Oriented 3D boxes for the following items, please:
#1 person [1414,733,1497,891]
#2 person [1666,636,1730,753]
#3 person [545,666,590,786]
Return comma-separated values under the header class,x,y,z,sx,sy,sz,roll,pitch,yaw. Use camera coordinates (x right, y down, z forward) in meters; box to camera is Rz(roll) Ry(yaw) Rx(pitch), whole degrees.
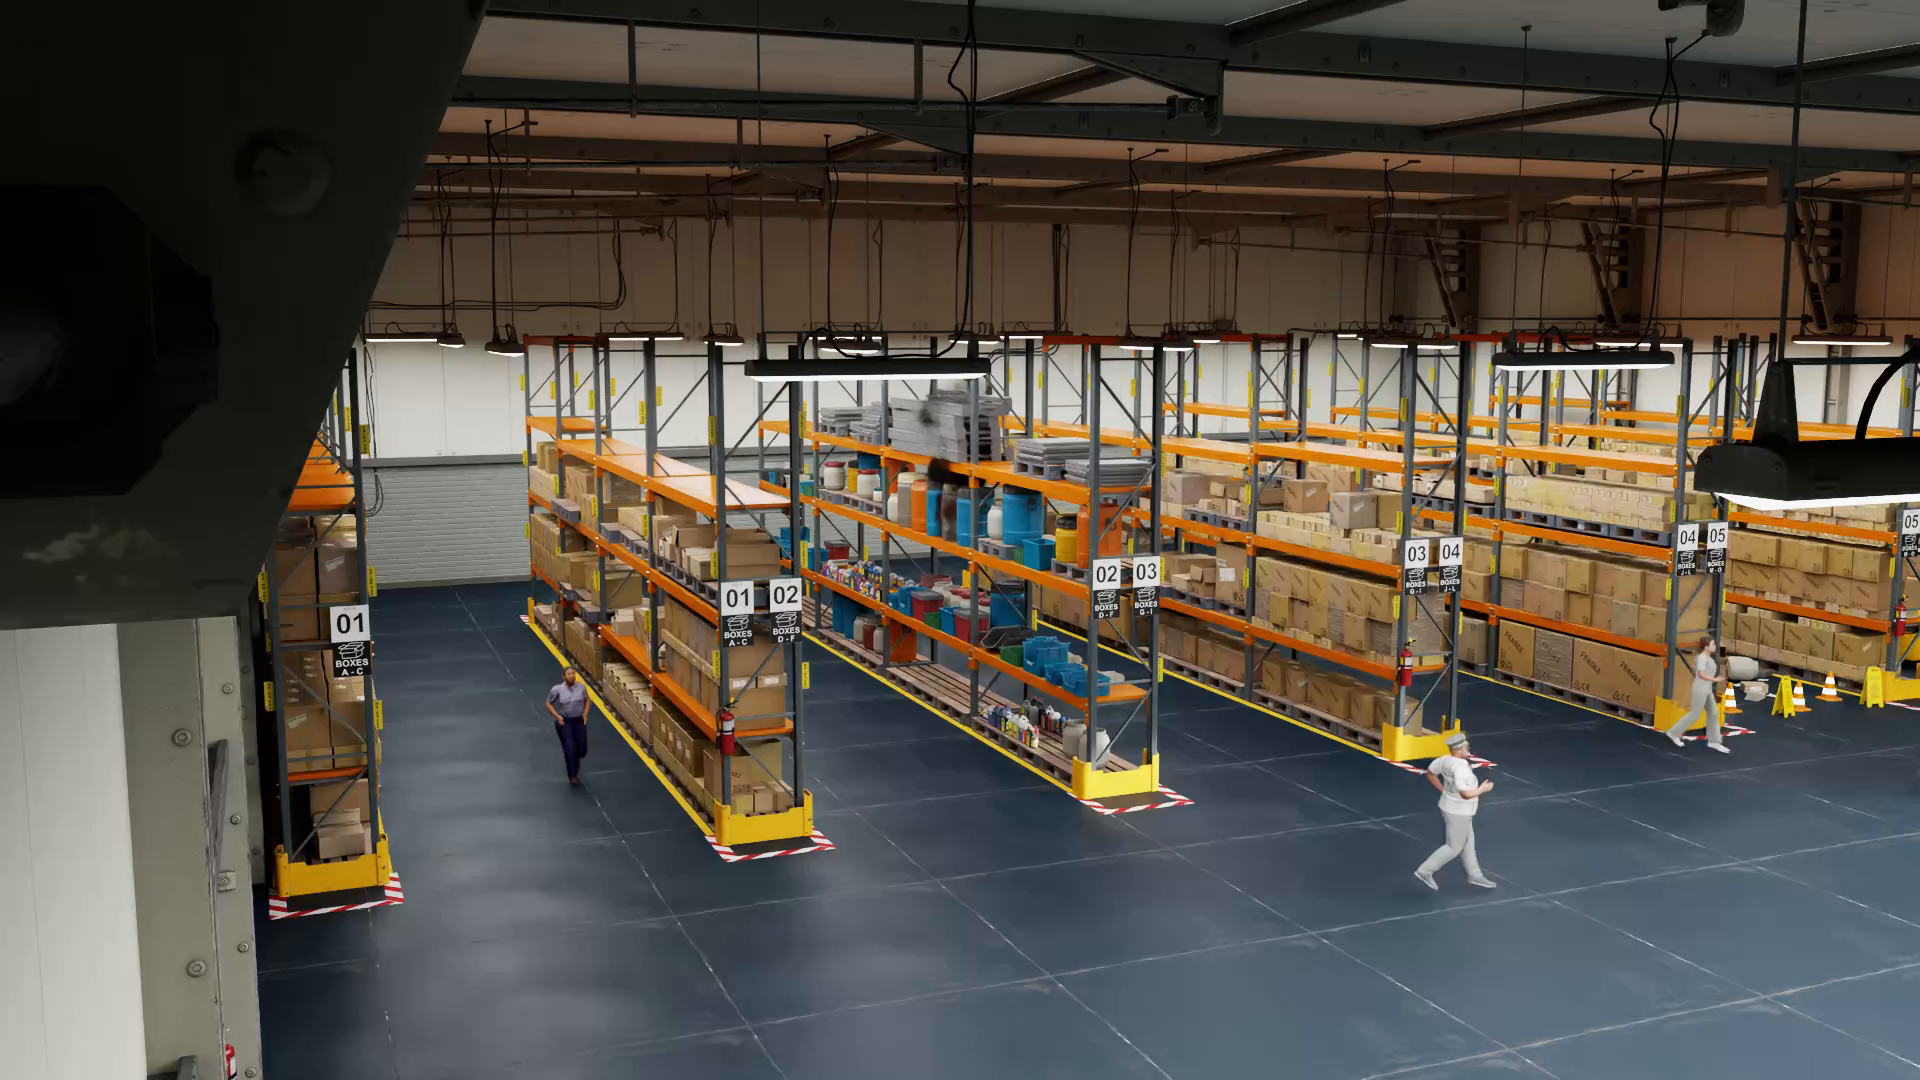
class,x,y,z,sx,sy,sz,roll,pitch,yaw
person,5.487,2.992,18.301,0.957,1.776,0.658,0,8,1
person,10.909,2.330,24.486,0.862,1.525,0.589,5,9,34
person,-5.355,2.516,22.777,0.614,1.618,0.598,-4,9,-29
